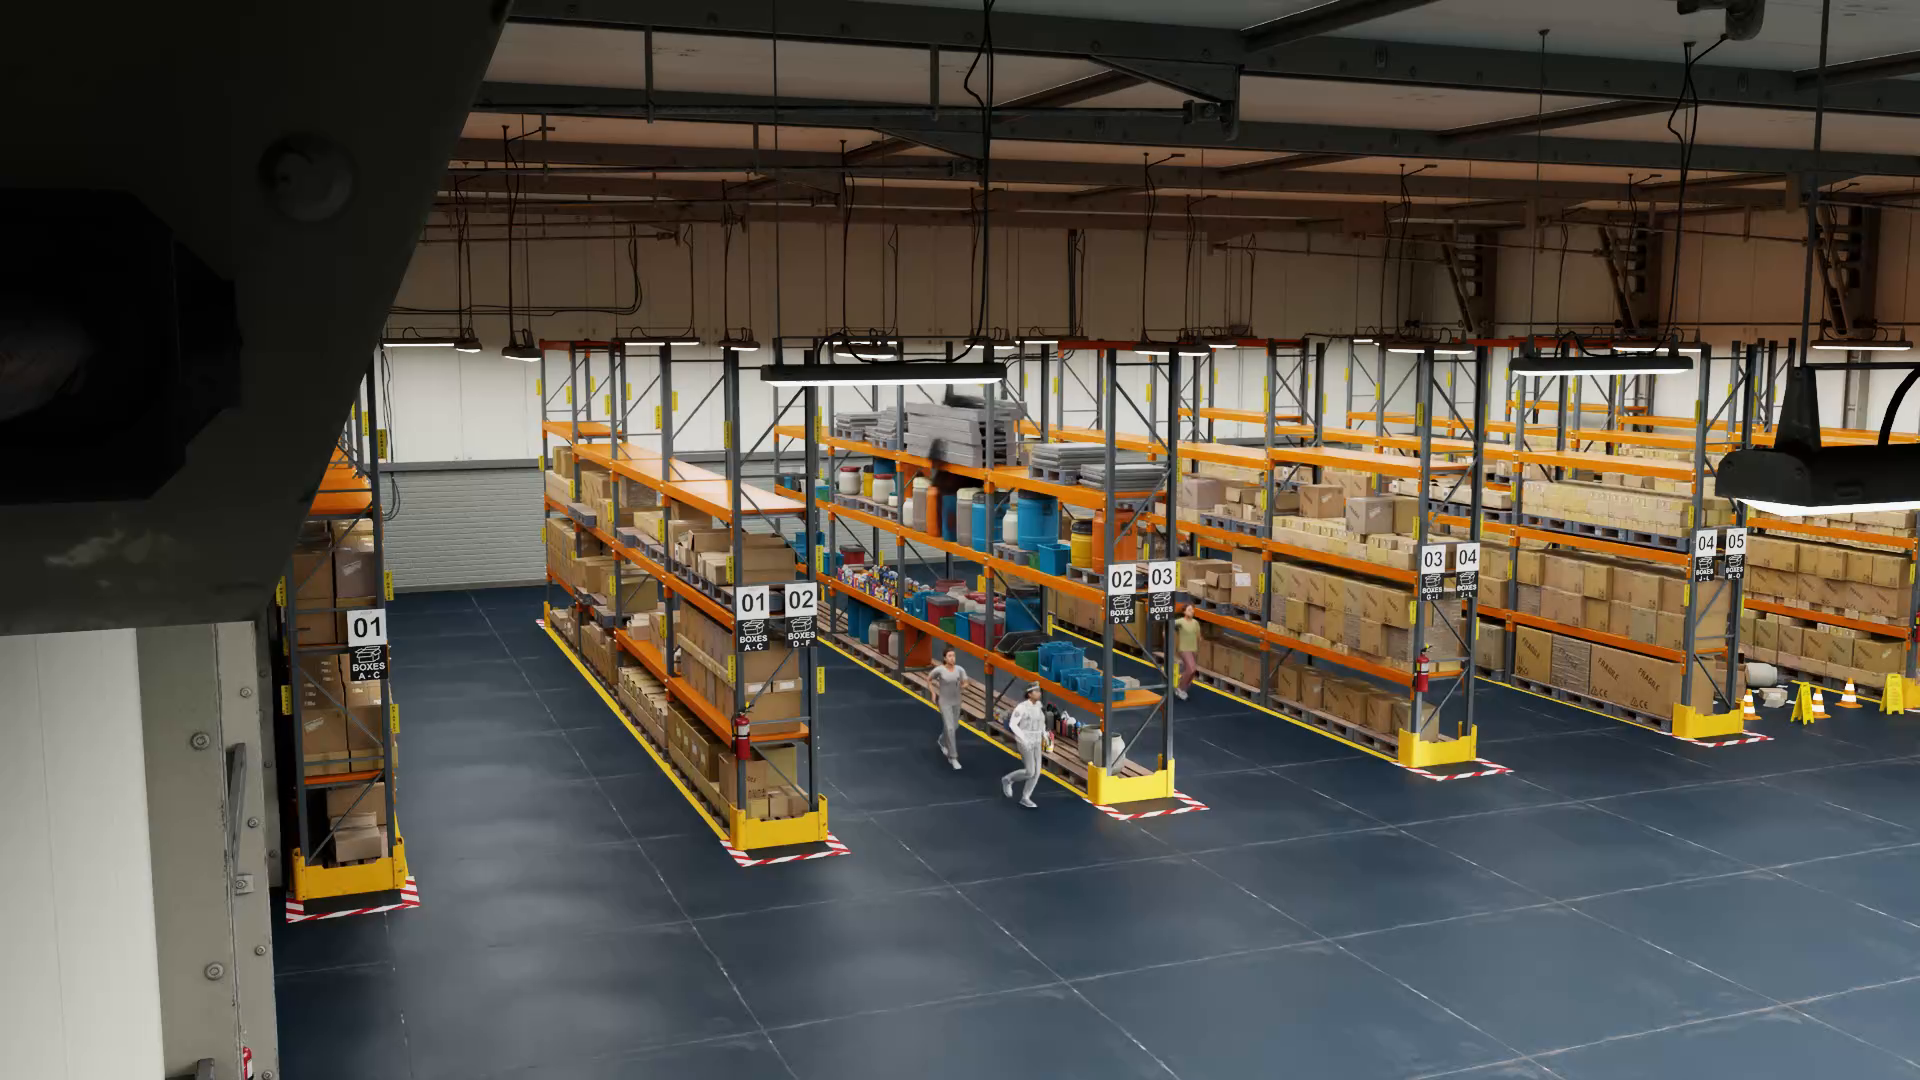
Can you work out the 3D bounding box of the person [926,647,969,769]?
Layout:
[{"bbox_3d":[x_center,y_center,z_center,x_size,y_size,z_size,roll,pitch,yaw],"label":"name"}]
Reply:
[{"bbox_3d":[-0.151,2.373,23.928,0.557,1.674,0.947,-3,8,-25],"label":"person"}]

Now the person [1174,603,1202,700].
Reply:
[{"bbox_3d":[3.827,1.873,27.938,0.554,1.642,0.645,-5,9,-32],"label":"person"}]

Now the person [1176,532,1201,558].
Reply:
[{"bbox_3d":[5.108,0.667,37.231,0.658,1.698,0.633,-3,8,-19],"label":"person"}]

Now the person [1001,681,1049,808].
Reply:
[{"bbox_3d":[0.912,2.662,21.990,0.574,1.641,0.632,7,10,43],"label":"person"}]
